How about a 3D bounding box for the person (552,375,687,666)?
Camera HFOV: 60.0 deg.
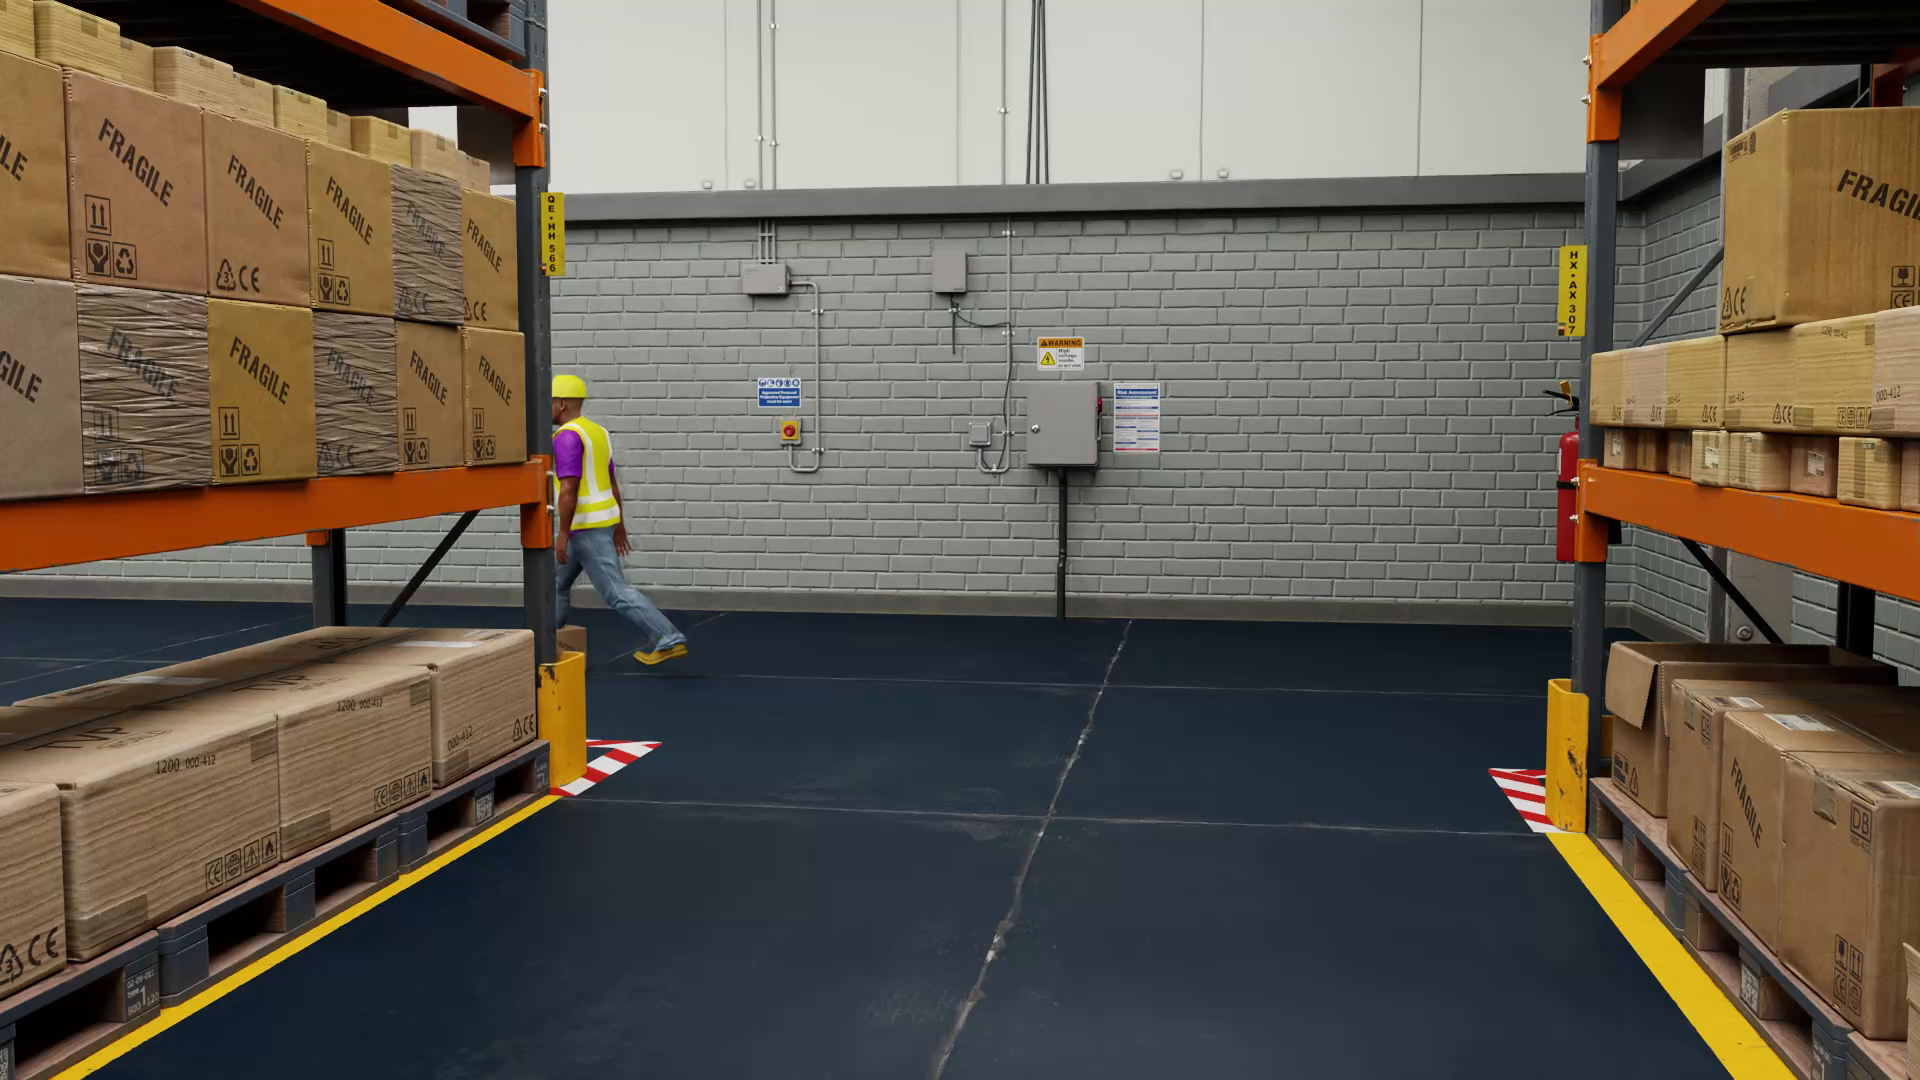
[{"bbox_3d":[-2.099,-0.080,9.413,1.132,1.702,0.587,0,4,2],"label":"person"}]
